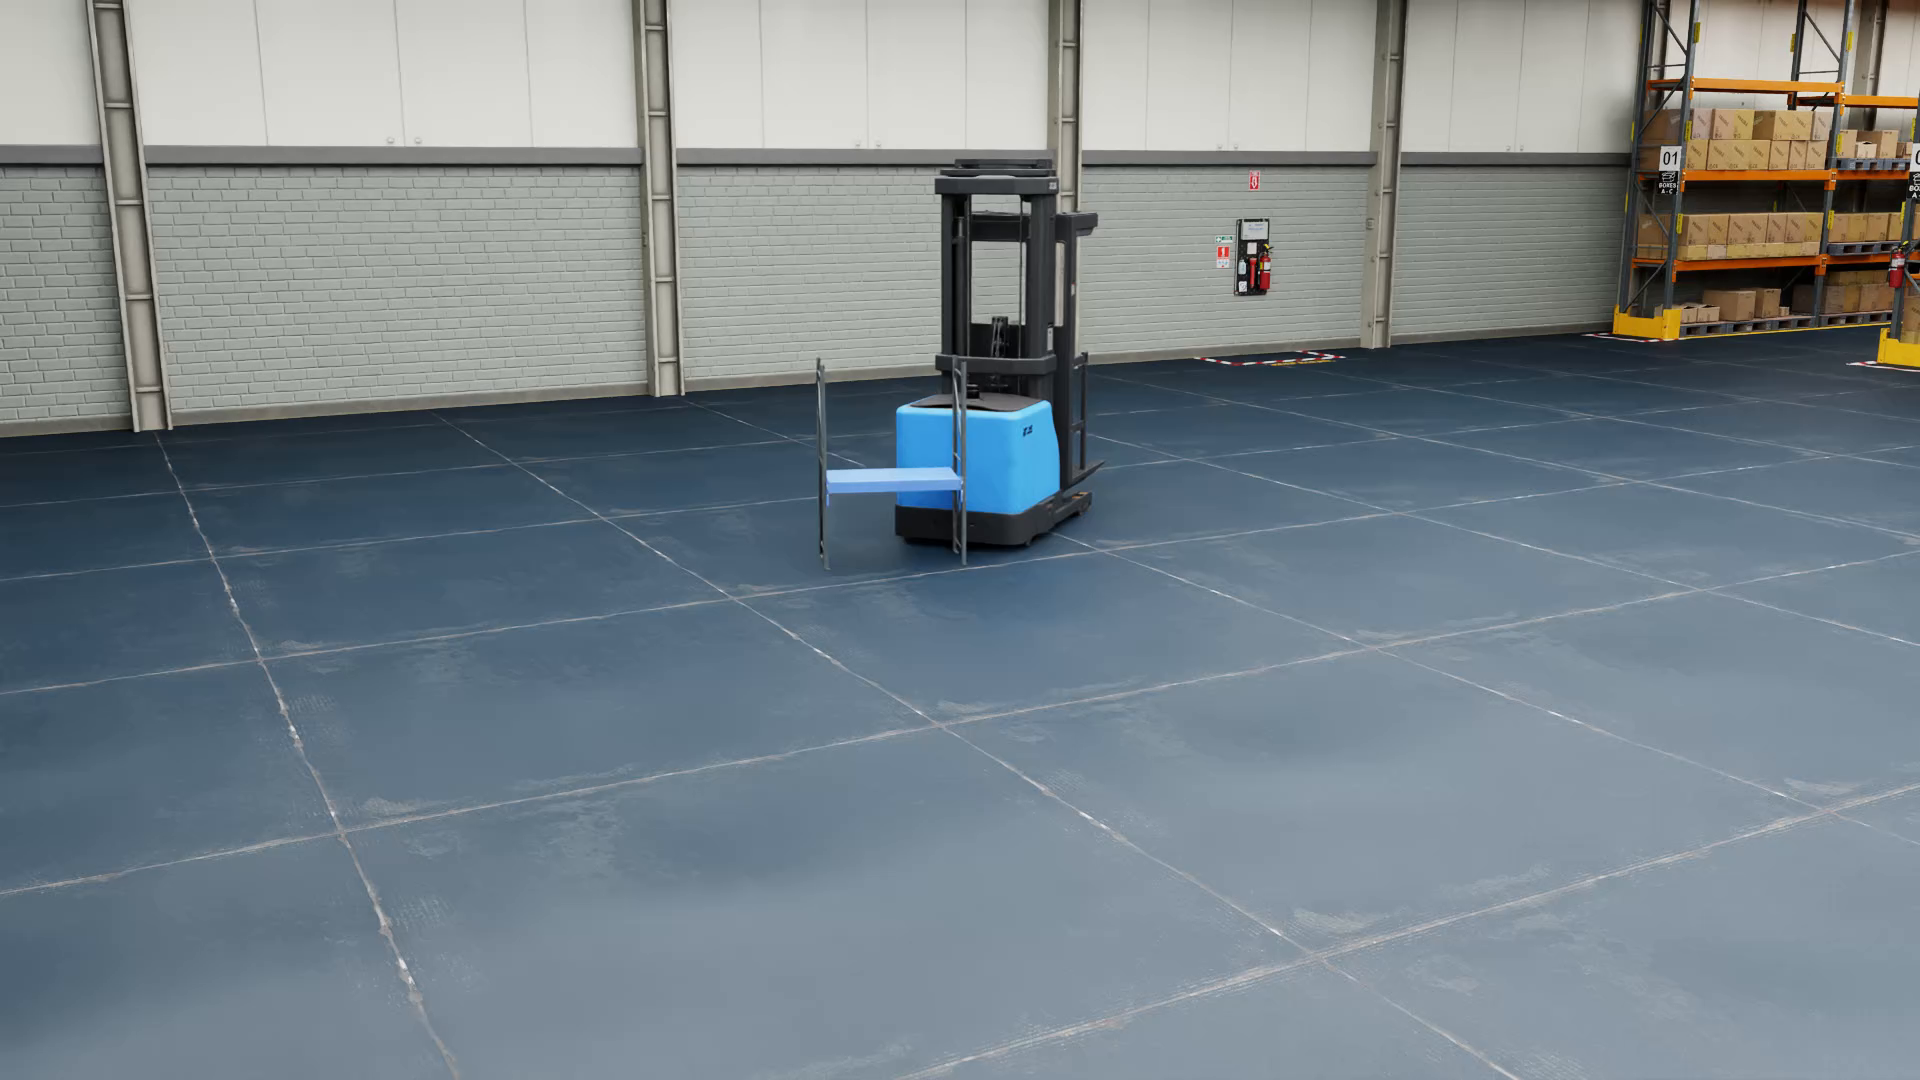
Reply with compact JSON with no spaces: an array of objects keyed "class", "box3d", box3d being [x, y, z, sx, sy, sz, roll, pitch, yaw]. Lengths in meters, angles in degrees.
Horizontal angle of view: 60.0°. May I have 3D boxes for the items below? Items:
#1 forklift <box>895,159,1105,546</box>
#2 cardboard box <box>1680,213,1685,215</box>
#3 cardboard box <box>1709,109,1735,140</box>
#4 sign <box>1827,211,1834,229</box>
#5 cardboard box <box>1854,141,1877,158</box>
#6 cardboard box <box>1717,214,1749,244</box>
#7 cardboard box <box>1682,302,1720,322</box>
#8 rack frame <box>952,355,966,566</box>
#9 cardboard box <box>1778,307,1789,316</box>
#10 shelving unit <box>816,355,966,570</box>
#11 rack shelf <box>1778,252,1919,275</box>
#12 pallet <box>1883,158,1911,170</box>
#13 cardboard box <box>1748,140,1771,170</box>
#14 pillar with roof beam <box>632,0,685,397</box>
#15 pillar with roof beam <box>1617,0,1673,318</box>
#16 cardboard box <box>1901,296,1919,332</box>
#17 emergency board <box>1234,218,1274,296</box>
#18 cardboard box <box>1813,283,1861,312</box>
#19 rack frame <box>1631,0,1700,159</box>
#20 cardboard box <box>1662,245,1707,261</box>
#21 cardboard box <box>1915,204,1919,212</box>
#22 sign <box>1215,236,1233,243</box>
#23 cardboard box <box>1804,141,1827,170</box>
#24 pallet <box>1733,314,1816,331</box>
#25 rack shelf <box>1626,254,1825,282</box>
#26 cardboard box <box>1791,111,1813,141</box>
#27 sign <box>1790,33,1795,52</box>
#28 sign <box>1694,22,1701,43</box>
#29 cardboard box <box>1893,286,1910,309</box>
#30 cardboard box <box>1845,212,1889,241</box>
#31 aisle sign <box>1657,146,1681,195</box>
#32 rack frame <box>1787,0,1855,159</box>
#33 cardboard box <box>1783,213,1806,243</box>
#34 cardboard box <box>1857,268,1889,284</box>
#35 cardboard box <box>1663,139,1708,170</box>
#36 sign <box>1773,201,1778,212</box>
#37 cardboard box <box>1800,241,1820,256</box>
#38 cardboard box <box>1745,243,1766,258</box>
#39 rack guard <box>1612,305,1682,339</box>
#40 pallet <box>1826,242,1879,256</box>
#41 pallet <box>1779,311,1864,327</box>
[{"class":"forklift","box3d":[0.489,-1.664,13.829,1.130,2.935,3.031,5,14,20]},{"class":"cardboard box","box3d":[12.572,-5.438,29.029,0.500,0.500,0.500,-7,14,-27]},{"class":"cardboard box","box3d":[12.732,-7.041,28.179,0.500,0.500,0.500,-7,14,-29]},{"class":"sign","box3d":[15.591,-5.733,29.782,0.005,0.325,0.100,-7,14,-28]},{"class":"cardboard box","box3d":[16.383,-7.147,30.447,0.500,0.311,0.500,-6,14,-26]},{"class":"cardboard box","box3d":[13.272,-5.392,28.824,0.500,0.500,0.500,-7,15,-30]},{"class":"cardboard box","box3d":[12.964,-4.012,29.228,0.500,0.311,0.500,-6,14,-23]},{"class":"rack frame","box3d":[-0.006,-0.597,12.346,0.032,1.500,0.500,-2,13,-8]},{"class":"cardboard box","box3d":[14.869,-4.185,30.325,0.250,0.166,0.380,-9,16,-35]},{"class":"shelving unit","box3d":[-0.509,-0.581,12.274,1.048,1.500,0.538,-2,13,-8]},{"class":"rack shelf","box3d":[17.080,-5.274,31.352,4.000,0.370,1.077,-7,14,-28]},{"class":"pallet","box3d":[16.826,-6.941,30.714,1.003,0.211,1.213,-7,14,-28]},{"class":"cardboard box","box3d":[13.629,-6.668,28.803,0.500,0.500,0.500,-6,14,-24]},{"class":"pillar with roof beam","box3d":[-1.723,-5.438,16.777,0.400,9.000,9.100,-7,14,-28]},{"class":"pillar with roof beam","box3d":[14.076,-7.332,25.191,0.400,9.000,9.100,-7,14,-28]},{"class":"cardboard box","box3d":[14.518,-3.383,24.907,0.500,0.500,0.500,-7,14,-28]},{"class":"emergency board","box3d":[4.560,-4.351,25.609,0.643,1.169,0.194,-7,14,-28]},{"class":"cardboard box","box3d":[16.392,-4.555,31.207,0.500,0.500,0.700,-7,15,-29]},{"class":"rack frame","box3d":[11.813,-7.921,27.809,0.127,3.000,1.000,-7,14,-28]},{"class":"cardboard box","box3d":[12.394,-4.921,28.439,0.500,0.250,0.500,-7,15,-29]},{"class":"cardboard box","box3d":[18.272,-6.337,31.727,0.250,0.149,0.380,-10,16,-37]},{"class":"sign","box3d":[4.033,-4.587,25.371,0.331,0.109,0.001,-7,14,-28]},{"class":"cardboard box","box3d":[14.997,-6.836,29.547,0.500,0.500,0.500,-6,14,-26]},{"class":"pallet","box3d":[14.752,-3.977,30.300,1.213,0.211,1.003,-7,14,-28]},{"class":"rack shelf","box3d":[13.569,-4.853,29.482,4.000,0.370,1.077,-7,14,-28]},{"class":"cardboard box","box3d":[14.536,-7.260,29.153,0.500,0.500,0.500,-6,14,-25]},{"class":"sign","box3d":[15.053,-8.981,30.032,0.005,0.325,0.100,-7,14,-28]},{"class":"sign","box3d":[12.073,-8.311,27.234,0.005,0.325,0.100,-7,14,-28]},{"class":"cardboard box","box3d":[17.720,-4.713,31.911,0.500,0.500,0.700,-7,14,-28]},{"class":"cardboard box","box3d":[16.844,-5.858,31.077,0.500,0.500,0.700,-5,14,-20]},{"class":"aisle sign","box3d":[11.894,-6.197,27.892,0.004,0.787,0.394,-7,14,-28]},{"class":"rack frame","box3d":[15.324,-8.342,29.679,0.127,3.000,1.000,-7,14,-28]},{"class":"cardboard box","box3d":[14.622,-5.554,29.546,0.500,0.500,0.500,-7,14,-28]},{"class":"cardboard box","box3d":[17.249,-5.008,31.513,0.500,0.250,0.500,-7,14,-28]},{"class":"cardboard box","box3d":[12.227,-6.503,28.068,0.500,0.500,0.500,-6,14,-26]},{"class":"sign","box3d":[15.055,-6.086,30.684,0.005,0.325,0.100,-7,14,-28]},{"class":"cardboard box","box3d":[15.054,-5.243,29.871,0.500,0.250,0.500,-7,14,-28]},{"class":"cardboard box","box3d":[13.738,-5.083,29.161,0.500,0.250,0.500,-7,14,-27]},{"class":"rack guard","box3d":[11.880,-3.783,28.778,0.348,0.500,1.175,-7,14,-28]},{"class":"pallet","box3d":[16.065,-5.374,30.592,1.213,0.211,1.003,-7,14,-28]},{"class":"pallet","box3d":[16.007,-4.137,31.009,1.213,0.211,1.003,-7,14,-28]}]
